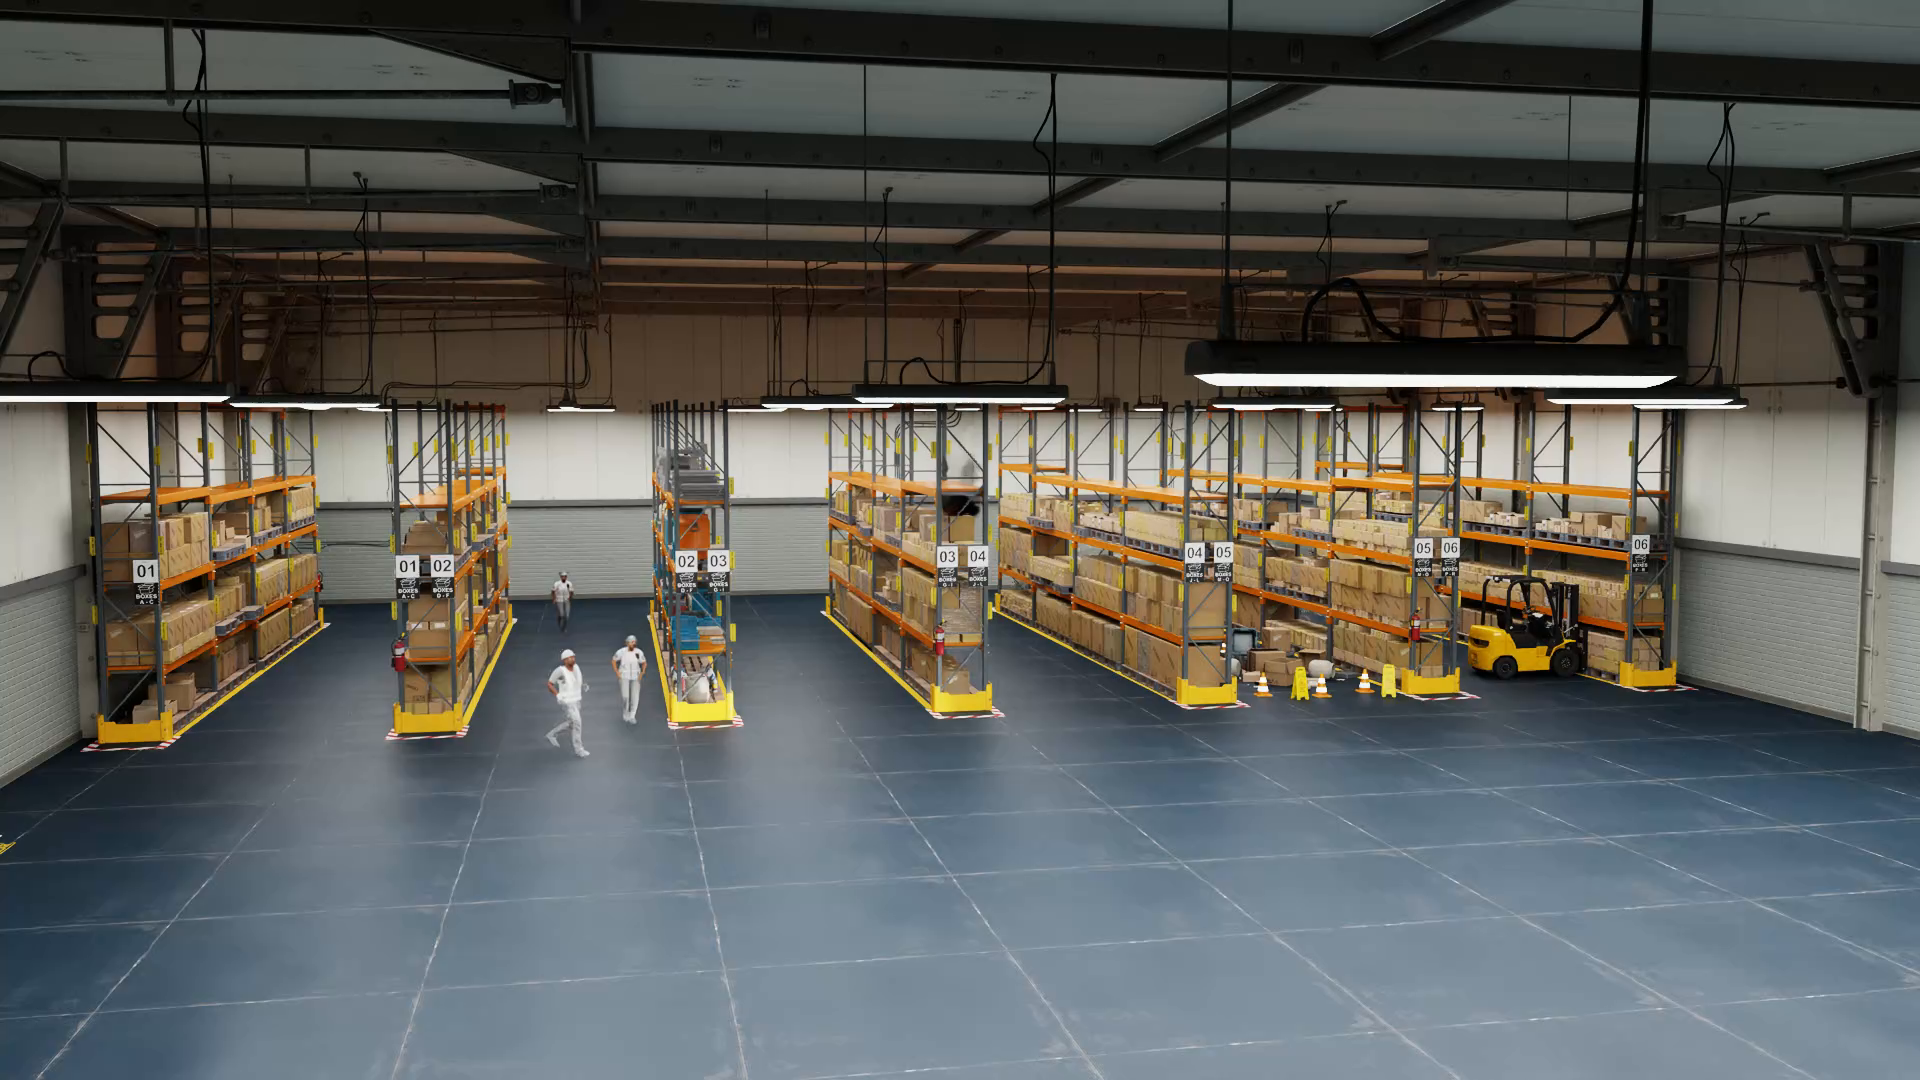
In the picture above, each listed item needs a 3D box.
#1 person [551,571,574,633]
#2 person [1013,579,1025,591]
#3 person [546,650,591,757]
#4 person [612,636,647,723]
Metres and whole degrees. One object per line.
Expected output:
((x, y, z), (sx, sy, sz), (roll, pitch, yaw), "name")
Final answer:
((-10.385, 1.622, 43.550), (0.561, 1.645, 0.585), (-2, 5, -22), "person")
((1.877, 1.100, 49.750), (0.831, 1.742, 0.703), (-1, 5, -18), "person")
((-6.577, 2.729, 28.004), (0.840, 1.786, 0.670), (2, 5, 22), "person")
((-6.111, 2.588, 30.826), (0.629, 1.632, 0.556), (-1, 5, -18), "person")
